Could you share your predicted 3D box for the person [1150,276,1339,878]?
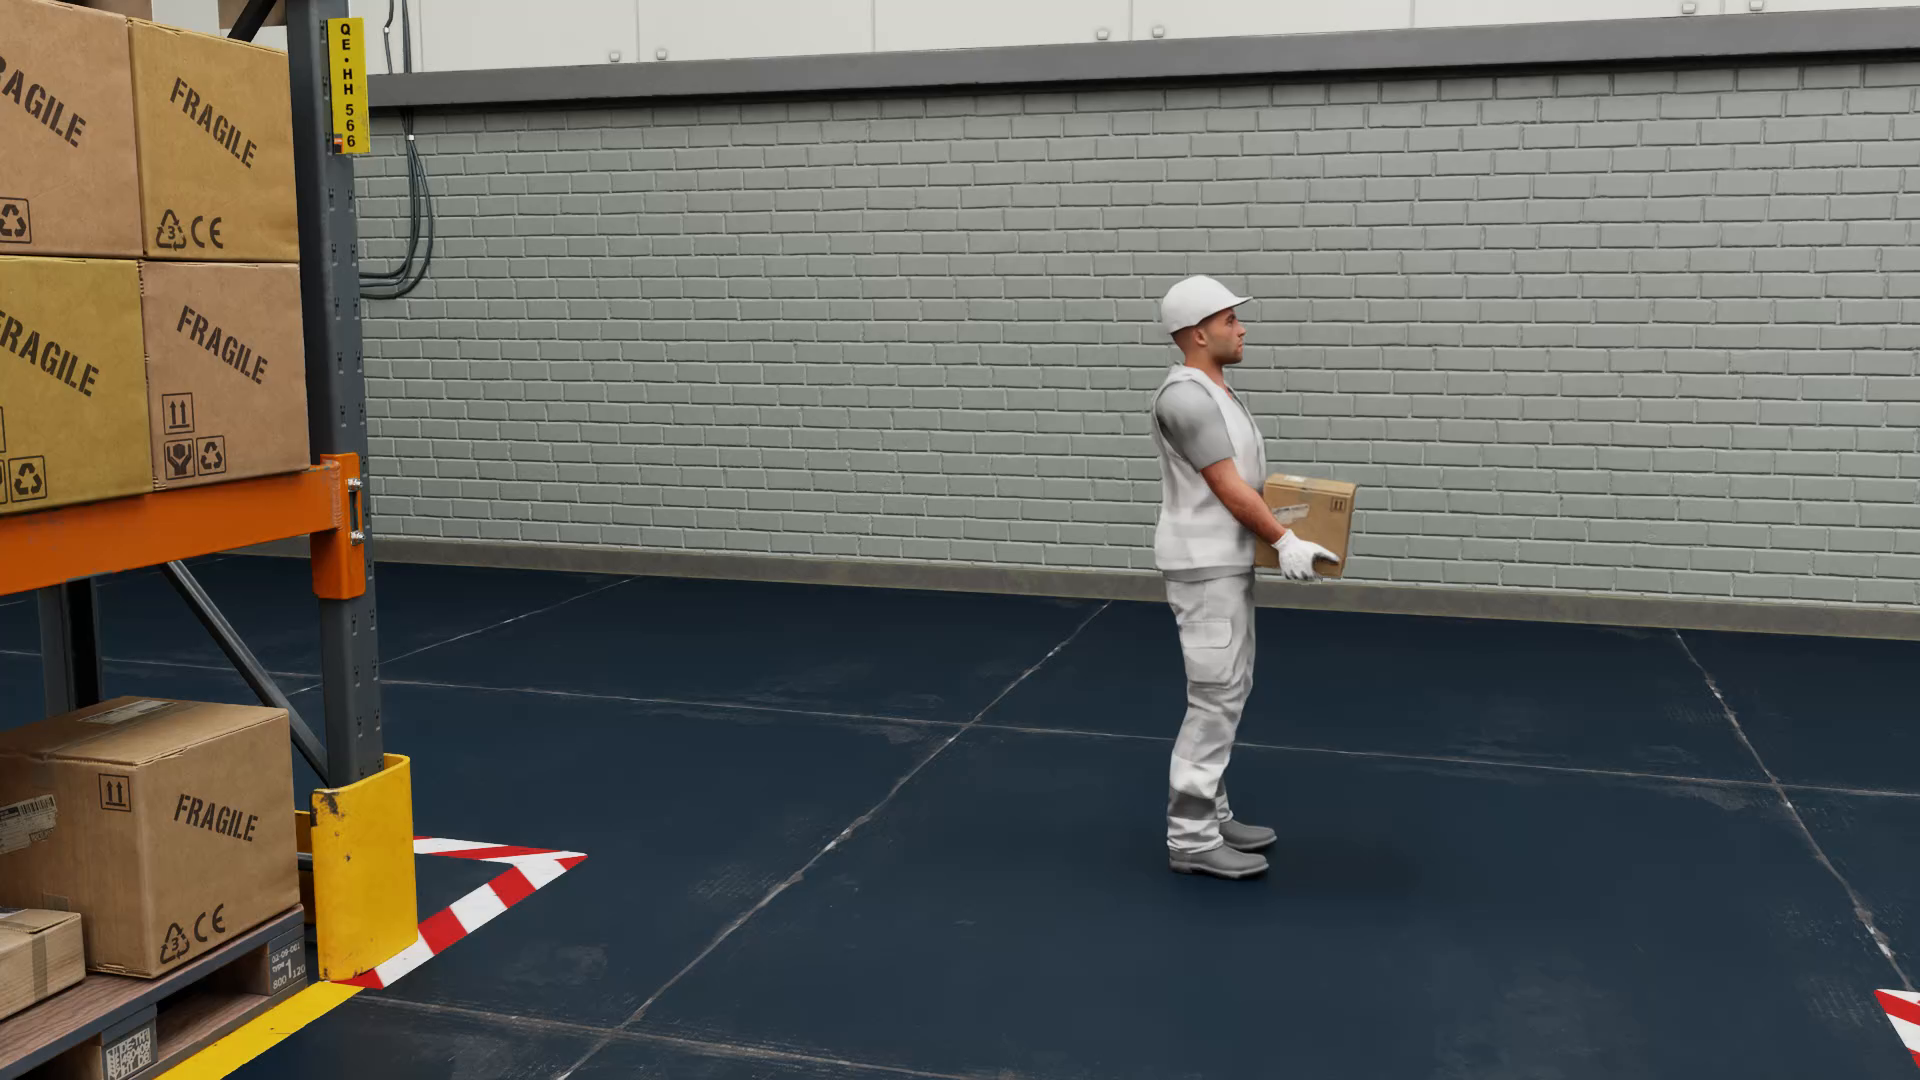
[{"bbox_3d":[0.865,0.105,5.027,0.564,1.787,0.505,2,9,16],"label":"person"}]
